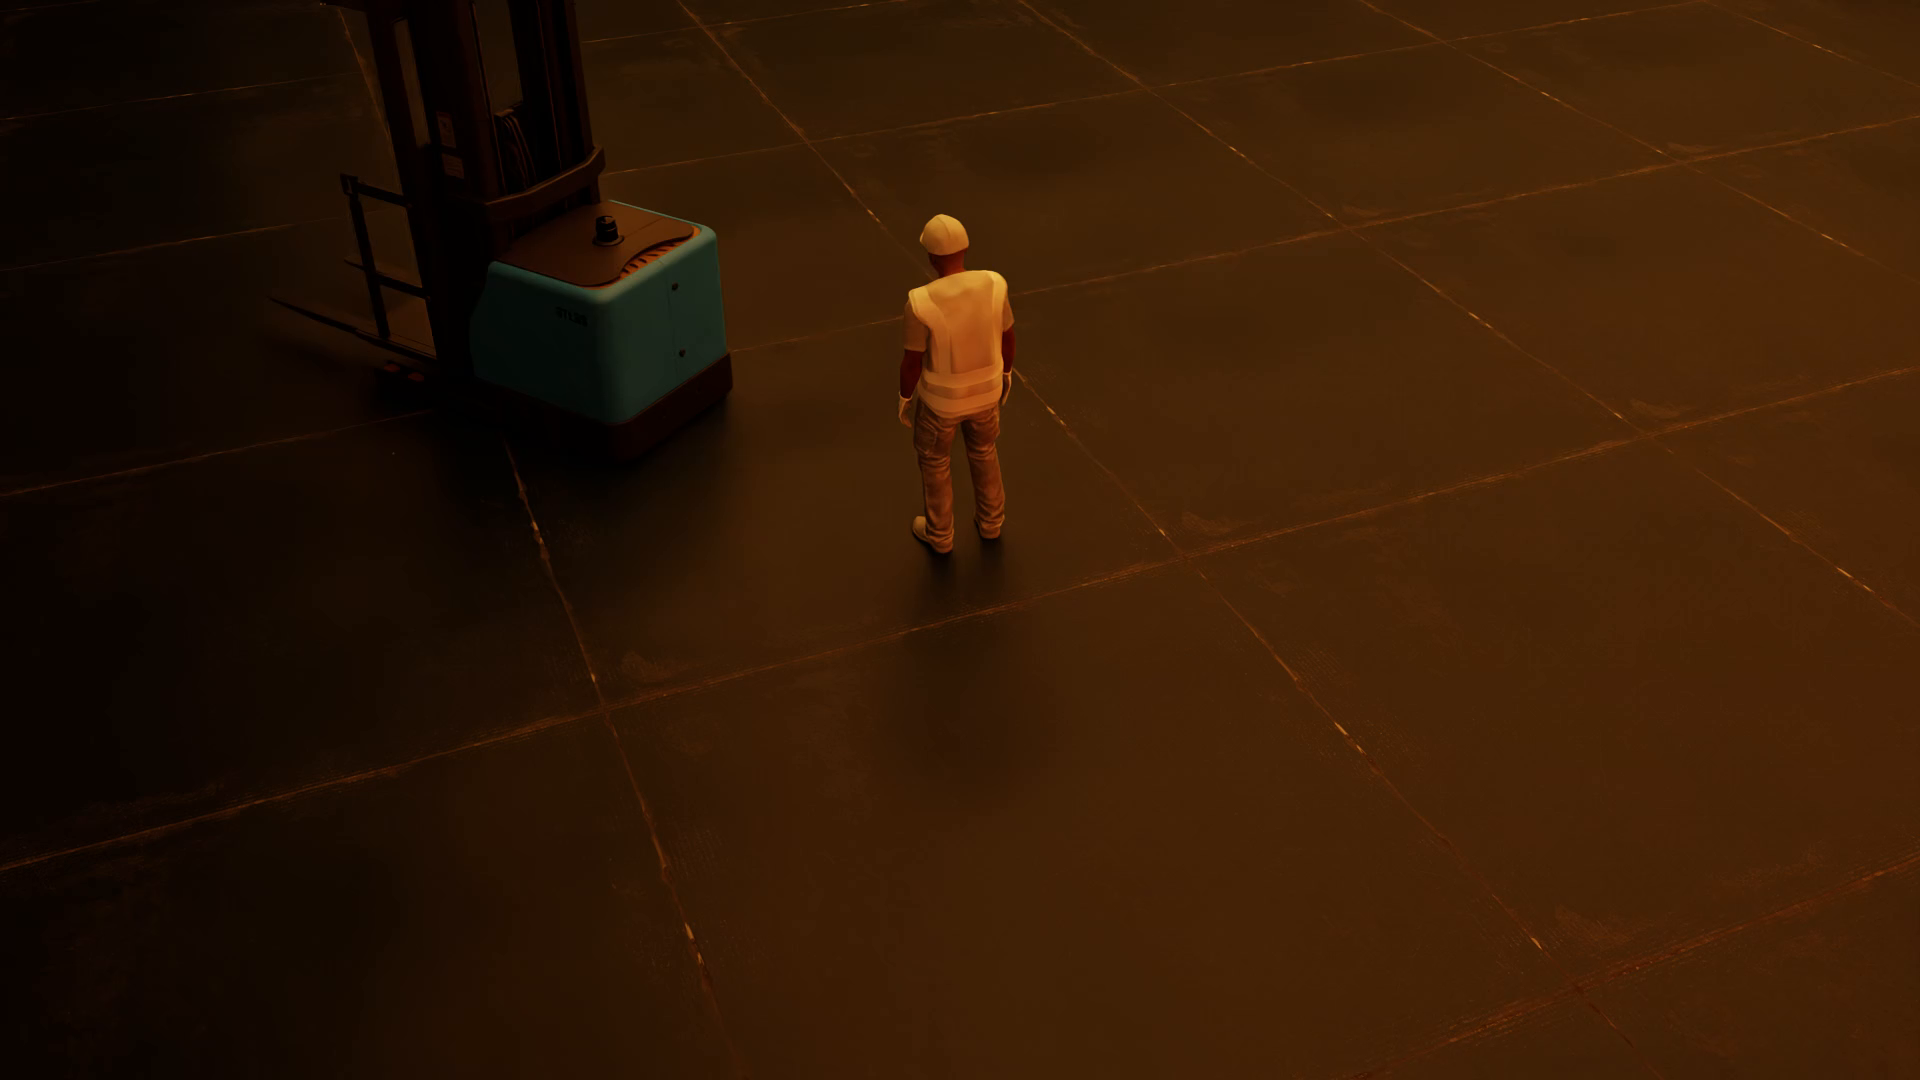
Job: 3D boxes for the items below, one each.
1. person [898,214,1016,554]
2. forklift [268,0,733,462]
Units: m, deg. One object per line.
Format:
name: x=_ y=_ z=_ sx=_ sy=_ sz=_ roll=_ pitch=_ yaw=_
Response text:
person: x=-0.021 y=-0.740 z=8.141 sx=0.617 sy=1.773 sz=0.449 roll=-15 pitch=38 yaw=-20
forklift: x=-2.861 y=-2.252 z=9.265 sx=3.031 sy=2.935 sz=1.130 roll=19 pitch=40 yaw=25
